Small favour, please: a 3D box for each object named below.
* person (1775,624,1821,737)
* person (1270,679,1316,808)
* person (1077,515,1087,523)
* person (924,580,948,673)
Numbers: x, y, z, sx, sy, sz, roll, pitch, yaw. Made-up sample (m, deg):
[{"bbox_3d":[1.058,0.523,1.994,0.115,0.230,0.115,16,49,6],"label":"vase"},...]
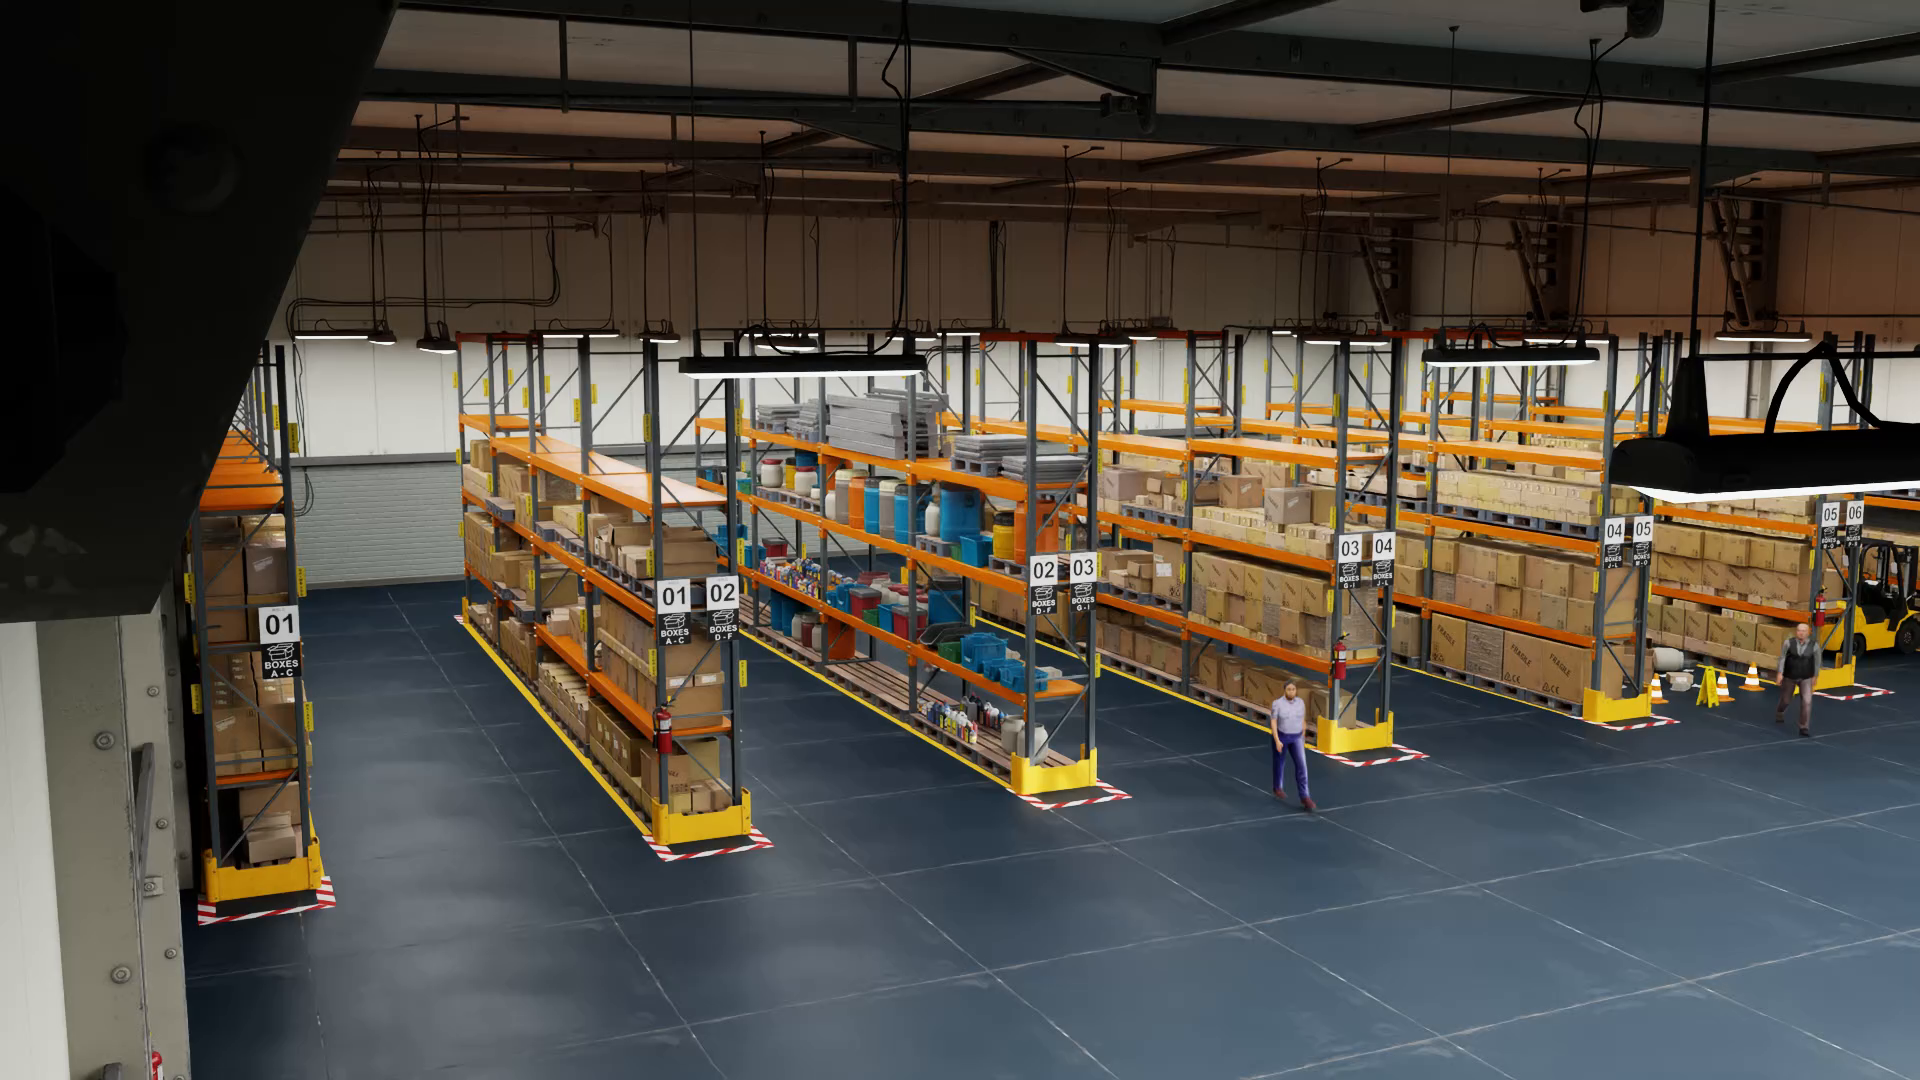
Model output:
[{"bbox_3d":[12.747,2.088,25.317,0.620,1.678,1.028,2,8,13],"label":"person"},{"bbox_3d":[4.284,2.615,21.569,0.508,1.607,0.920,0,8,-3],"label":"person"},{"bbox_3d":[3.129,-0.245,42.682,1.049,1.612,0.423,3,8,23],"label":"person"},{"bbox_3d":[-0.493,1.531,29.600,0.520,1.710,0.409,6,10,39],"label":"person"}]
